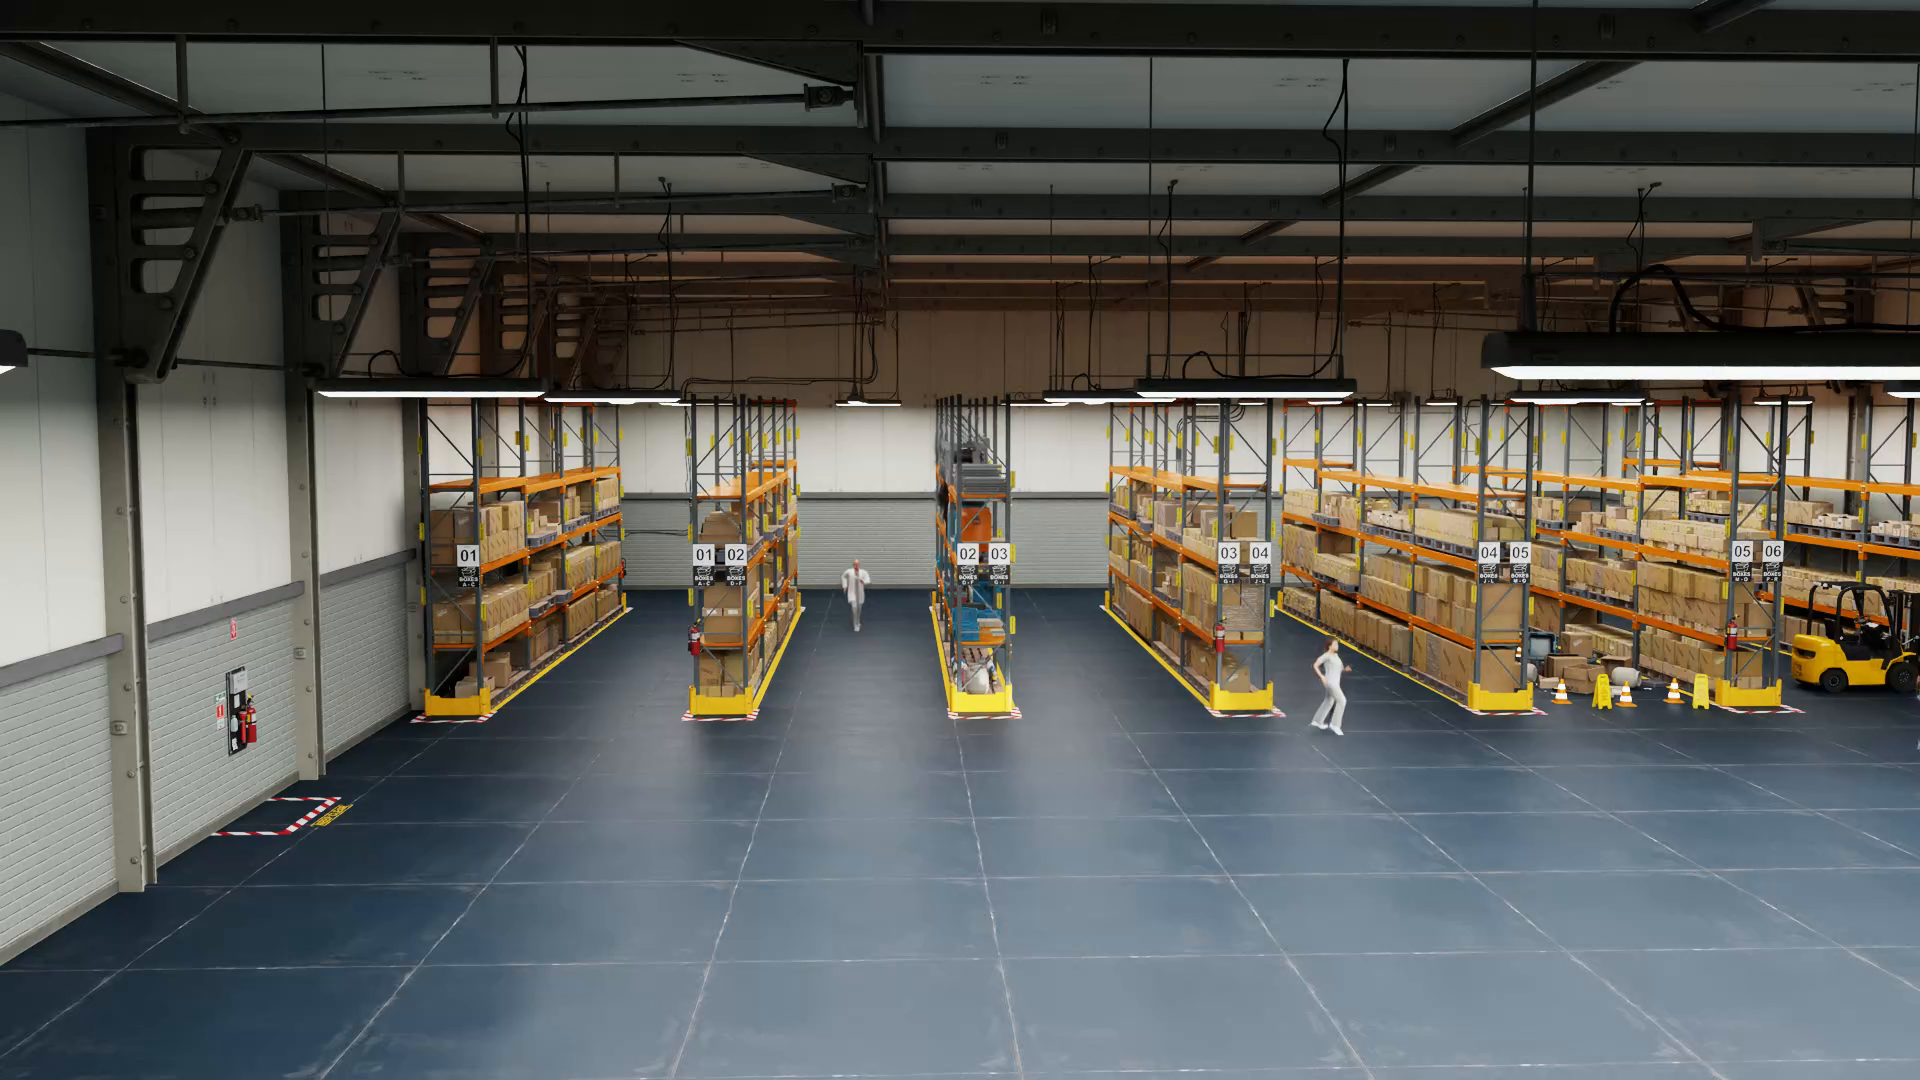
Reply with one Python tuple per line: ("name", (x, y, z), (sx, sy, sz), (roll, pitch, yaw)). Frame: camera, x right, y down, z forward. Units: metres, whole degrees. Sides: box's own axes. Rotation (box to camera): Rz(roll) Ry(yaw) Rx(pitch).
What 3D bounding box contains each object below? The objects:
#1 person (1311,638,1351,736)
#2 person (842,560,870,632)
("person", (6.551, 2.580, 29.355), (0.738, 1.721, 0.534), (3, 5, 30))
("person", (-2.686, 1.415, 43.148), (0.680, 1.812, 0.990), (-1, 5, -14))
